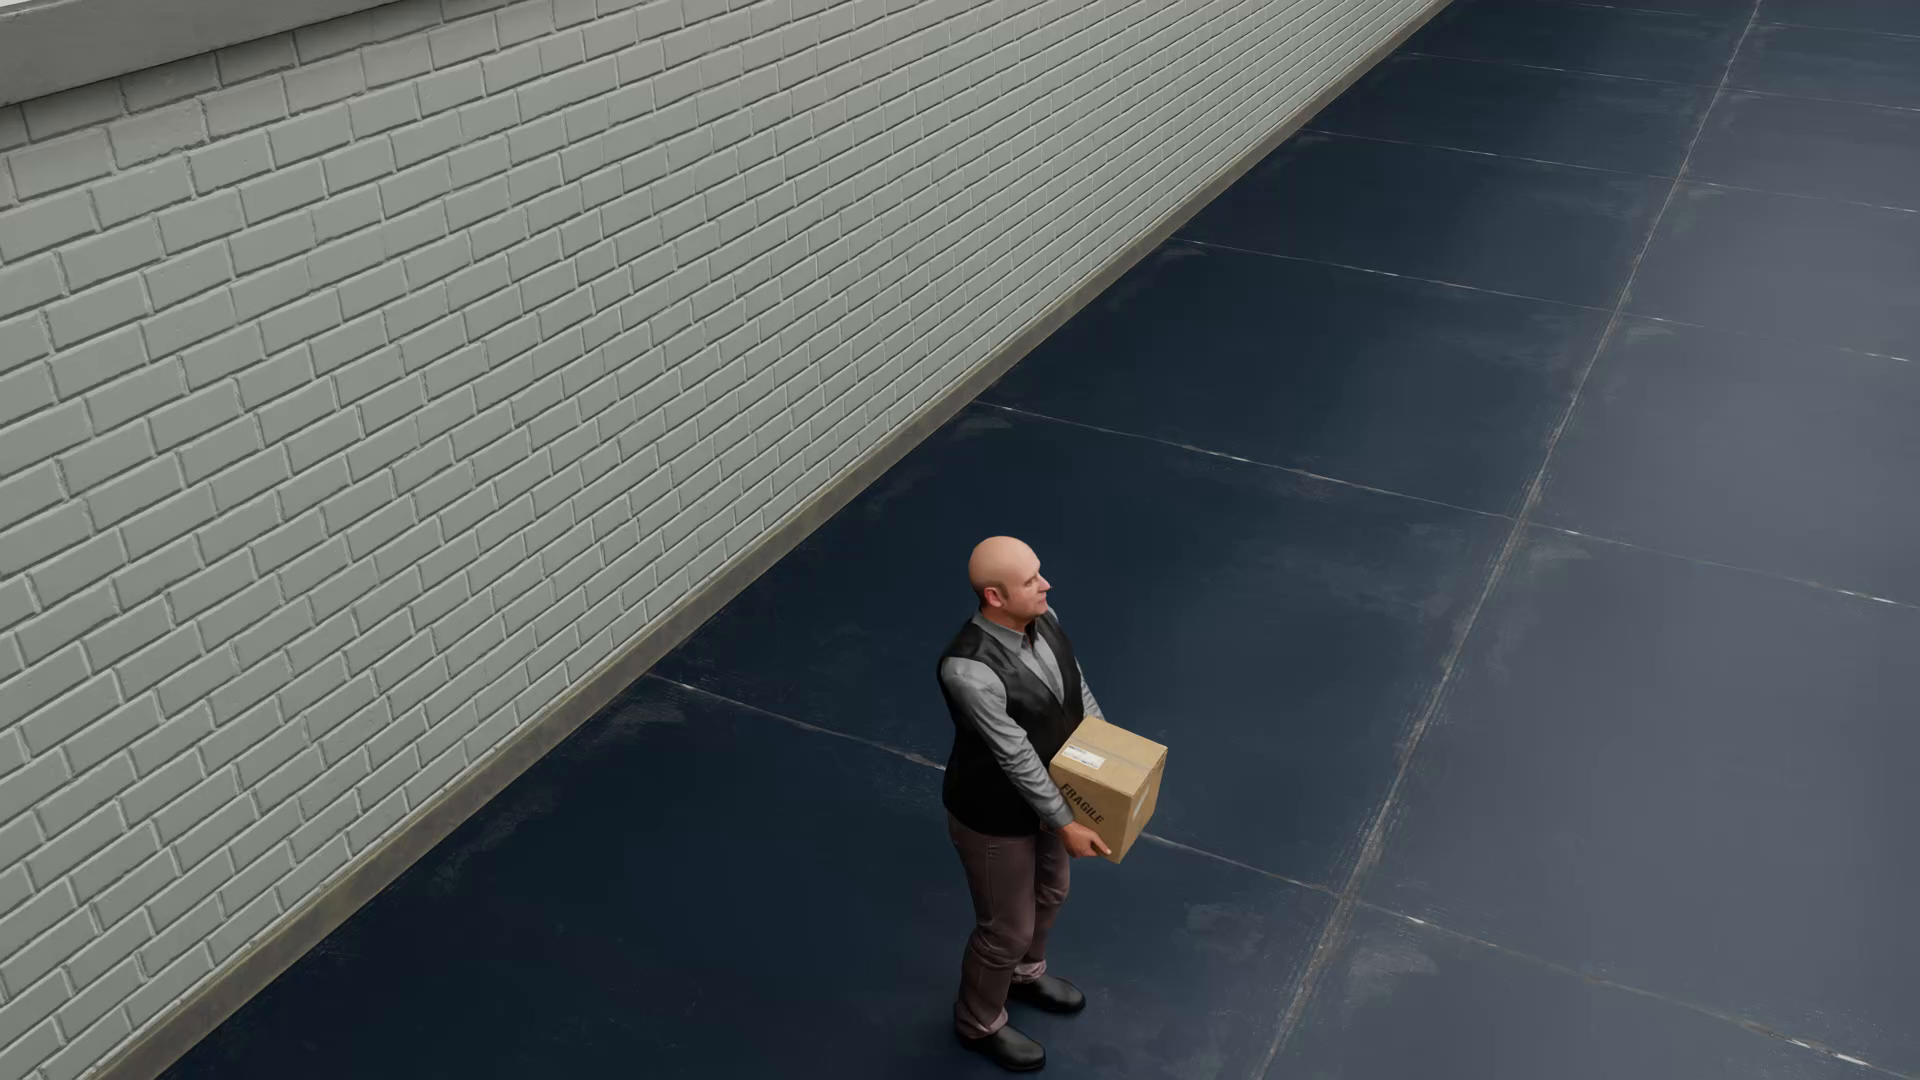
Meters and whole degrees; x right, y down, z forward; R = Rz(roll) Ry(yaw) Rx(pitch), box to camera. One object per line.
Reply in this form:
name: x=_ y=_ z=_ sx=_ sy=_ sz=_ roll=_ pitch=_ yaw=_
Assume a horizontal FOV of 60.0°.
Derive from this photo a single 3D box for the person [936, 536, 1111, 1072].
person: x=0.243 y=0.780 z=4.804 sx=0.549 sy=1.712 sz=0.494 roll=15 pitch=33 yaw=24
